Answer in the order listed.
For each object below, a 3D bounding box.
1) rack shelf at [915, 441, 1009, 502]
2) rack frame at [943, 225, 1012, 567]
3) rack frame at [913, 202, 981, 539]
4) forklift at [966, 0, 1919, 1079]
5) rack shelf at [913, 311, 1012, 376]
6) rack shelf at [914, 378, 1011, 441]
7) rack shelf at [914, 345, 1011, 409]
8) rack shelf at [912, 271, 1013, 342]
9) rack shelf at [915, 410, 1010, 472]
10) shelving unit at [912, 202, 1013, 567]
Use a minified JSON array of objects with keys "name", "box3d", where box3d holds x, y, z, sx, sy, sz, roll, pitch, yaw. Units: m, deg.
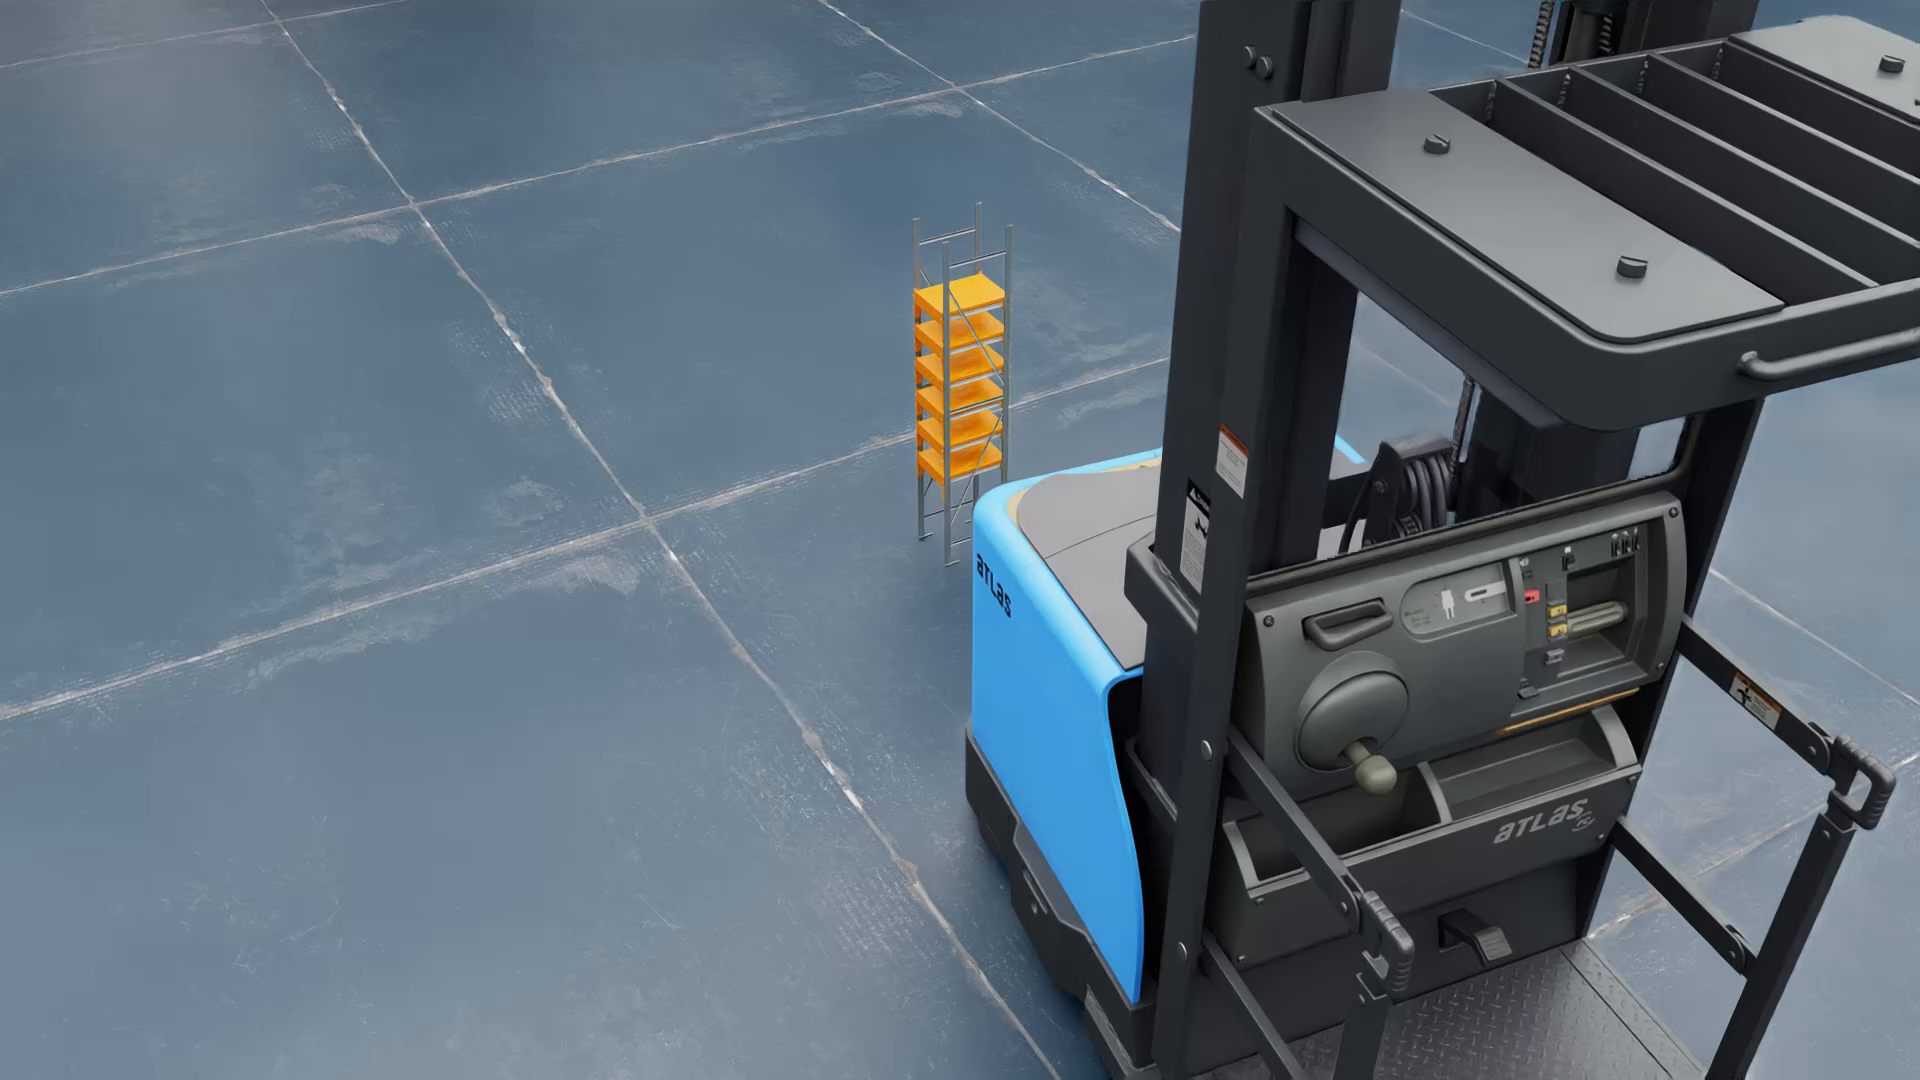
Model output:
[{"name":"rack shelf","box3d":[0.007,-0.247,5.554,0.258,0.103,0.180,-19,40,-24]},{"name":"rack frame","box3d":[0.053,-0.430,5.322,0.240,1.200,0.006,-19,40,-24]},{"name":"rack frame","box3d":[-0.039,-0.524,5.450,0.240,1.200,0.006,-19,40,-24]},{"name":"forklift","box3d":[1.036,0.259,2.911,1.130,2.935,3.031,-13,38,-18]},{"name":"rack shelf","box3d":[0.007,-0.635,5.271,0.258,0.103,0.180,-19,40,-24]},{"name":"rack shelf","box3d":[0.007,-0.441,5.412,0.258,0.103,0.180,-19,40,-24]},{"name":"rack shelf","box3d":[0.007,-0.538,5.341,0.258,0.103,0.180,-19,40,-24]},{"name":"rack shelf","box3d":[0.007,-0.732,5.200,0.258,0.103,0.180,-19,40,-24]},{"name":"rack shelf","box3d":[0.007,-0.344,5.483,0.258,0.103,0.180,-19,40,-24]},{"name":"shelving unit","box3d":[0.007,-0.477,5.386,0.258,1.200,0.189,-19,40,-24]}]
